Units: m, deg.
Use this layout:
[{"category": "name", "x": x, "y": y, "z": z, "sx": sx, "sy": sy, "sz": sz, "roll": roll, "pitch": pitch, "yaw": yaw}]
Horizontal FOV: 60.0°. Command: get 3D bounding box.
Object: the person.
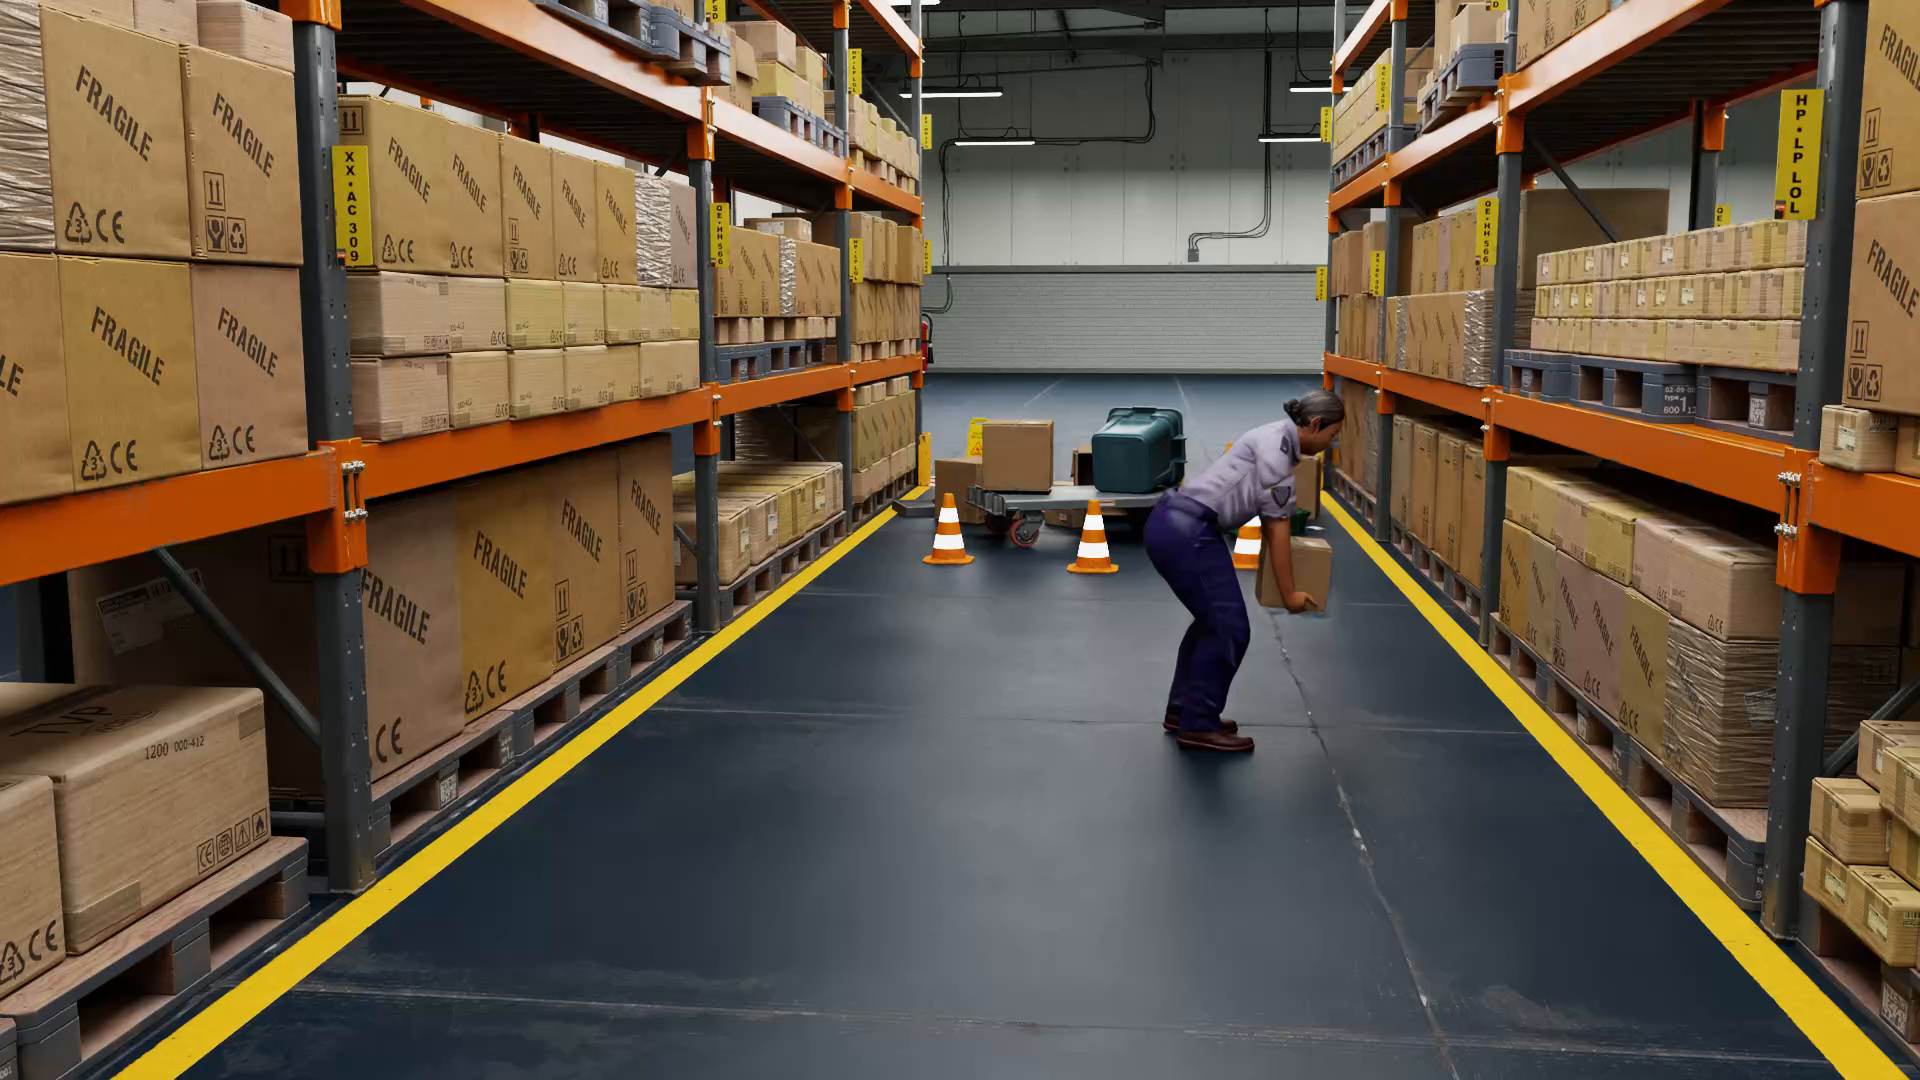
[{"category": "person", "x": 1.101, "y": 0.111, "z": 6.511, "sx": 0.765, "sy": 1.394, "sz": 0.451, "roll": 1, "pitch": 8, "yaw": 5}]
